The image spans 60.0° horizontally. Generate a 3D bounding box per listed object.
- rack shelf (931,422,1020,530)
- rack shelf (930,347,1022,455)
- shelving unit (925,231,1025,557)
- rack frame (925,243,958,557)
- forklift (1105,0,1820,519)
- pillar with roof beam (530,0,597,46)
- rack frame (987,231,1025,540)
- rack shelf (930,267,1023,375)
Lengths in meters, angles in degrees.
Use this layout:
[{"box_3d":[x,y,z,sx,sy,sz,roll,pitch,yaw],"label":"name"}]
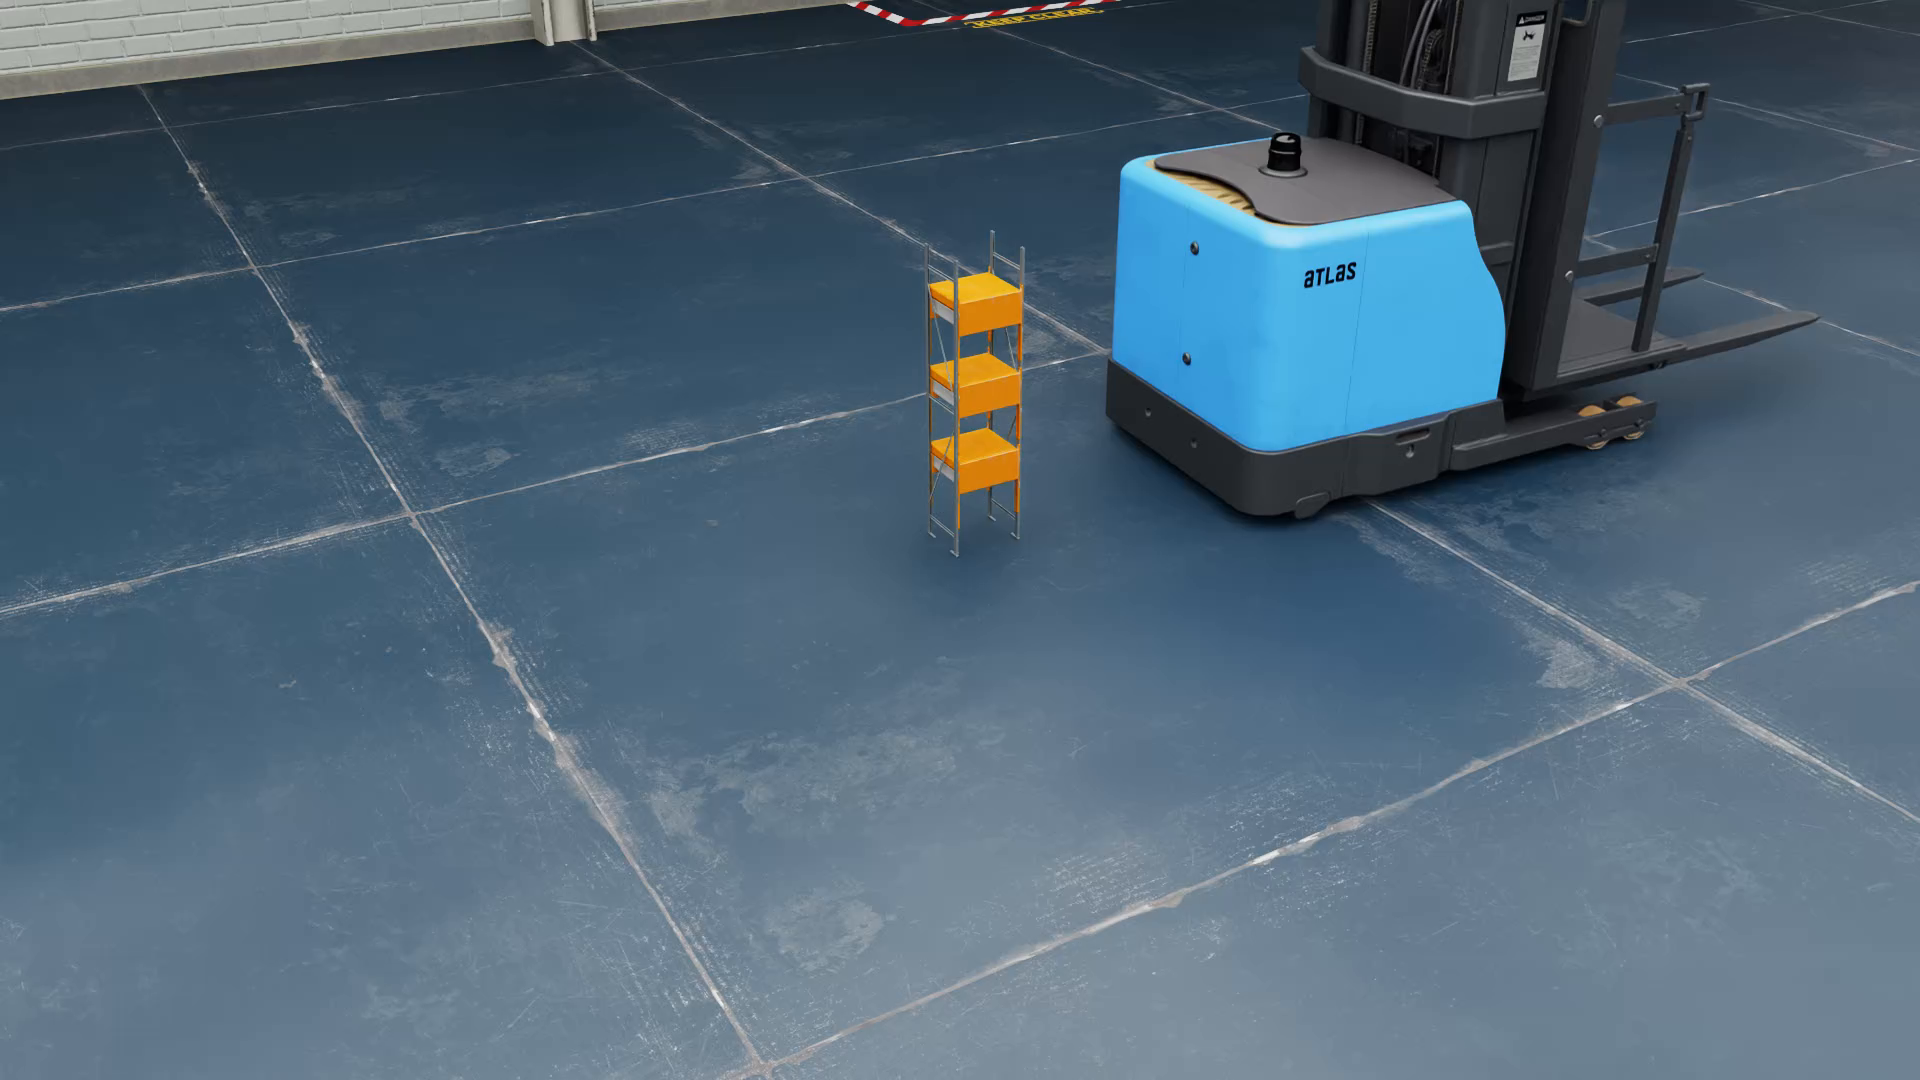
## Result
[{"box_3d":[0.046,-0.220,5.659,0.240,0.259,0.215,-16,33,-26],"label":"rack shelf"},{"box_3d":[0.046,-0.463,5.525,0.240,0.259,0.215,-16,33,-26],"label":"rack shelf"},{"box_3d":[0.046,-0.473,5.520,0.252,1.050,0.215,-16,33,-26],"label":"shelving unit"},{"box_3d":[-0.059,-0.443,5.466,0.008,1.050,0.200,-16,33,-26],"label":"rack frame"},{"box_3d":[2.120,-1.842,6.054,3.031,2.935,1.130,-14,32,-23],"label":"forklift"},{"box_3d":[-0.823,-5.964,7.243,0.400,9.000,9.100,-16,33,-26],"label":"pillar with roof beam"},{"box_3d":[0.151,-0.503,5.574,0.008,1.050,0.200,-16,33,-26],"label":"rack frame"},{"box_3d":[0.046,-0.712,5.388,0.240,0.259,0.215,-16,33,-26],"label":"rack shelf"}]
